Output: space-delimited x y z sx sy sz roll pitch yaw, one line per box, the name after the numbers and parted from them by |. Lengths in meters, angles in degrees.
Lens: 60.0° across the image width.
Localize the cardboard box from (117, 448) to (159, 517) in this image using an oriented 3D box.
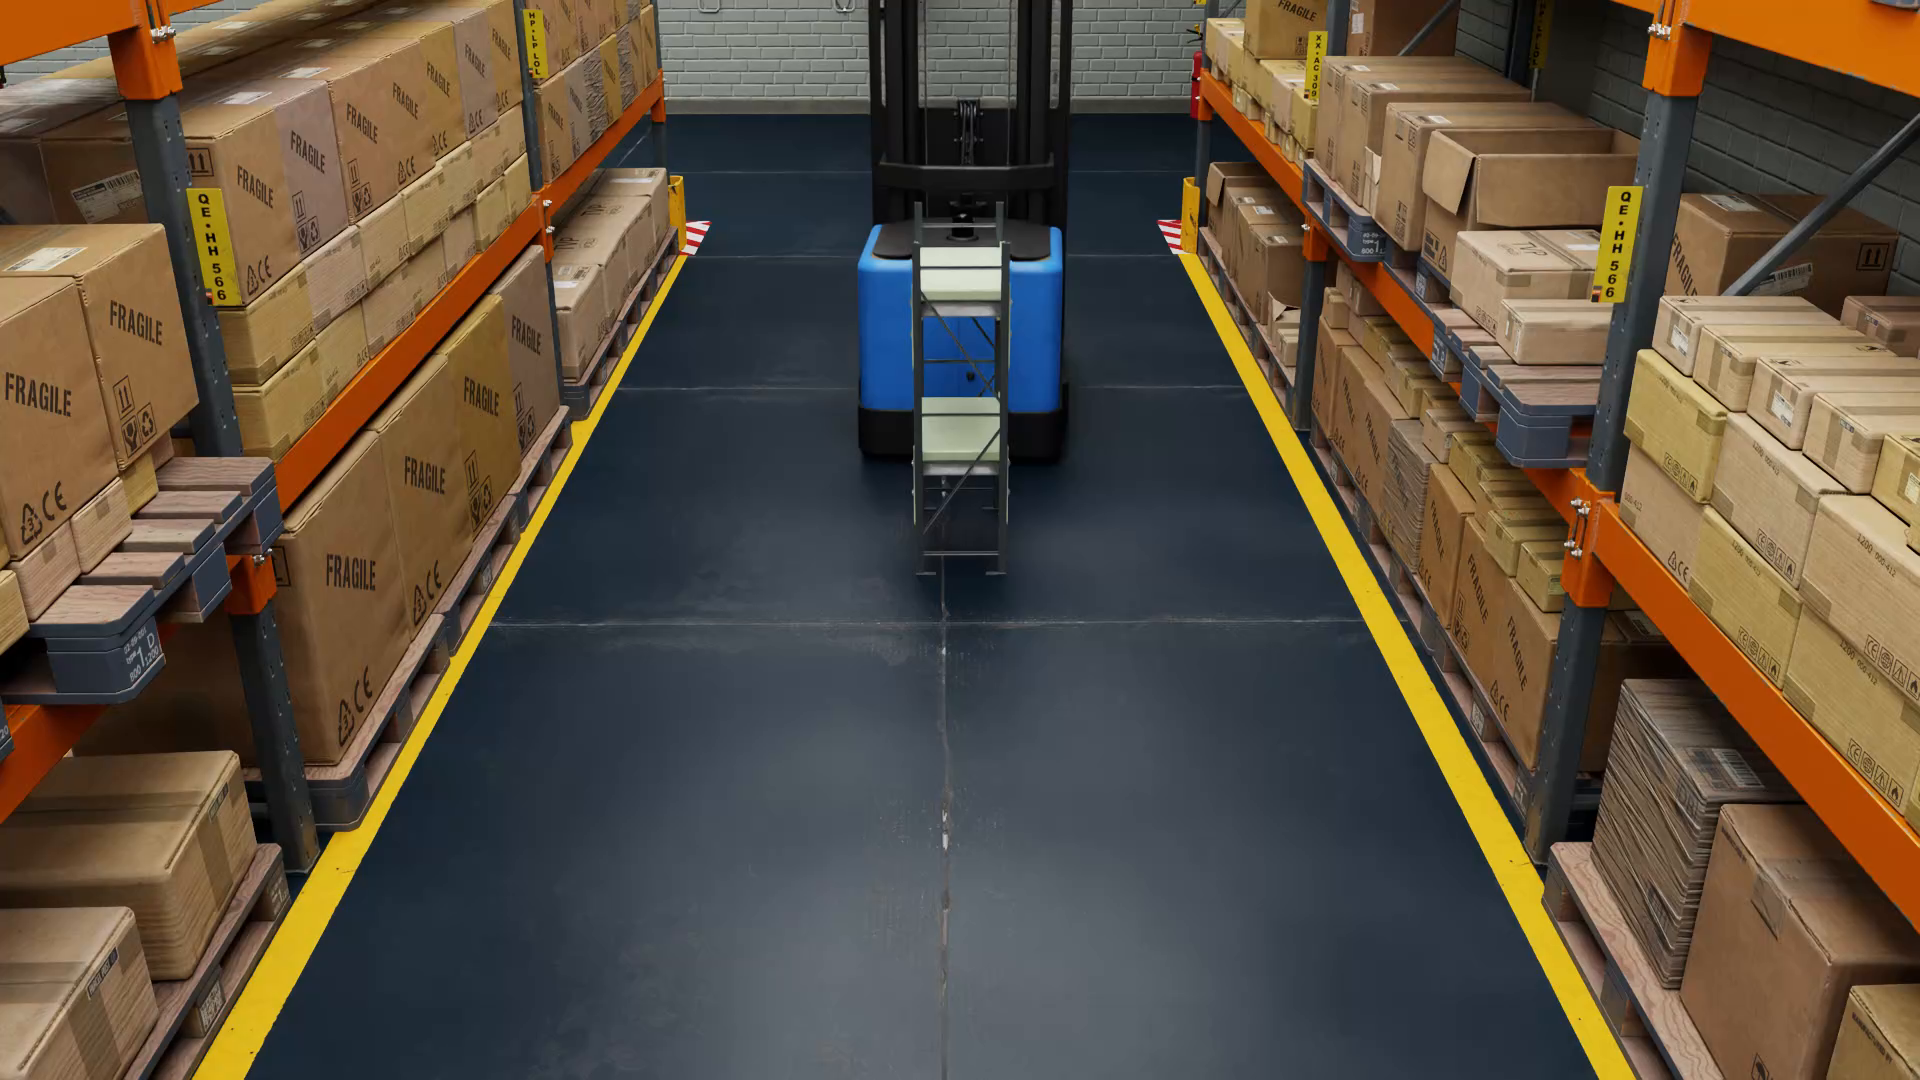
-2.285 -0.139 4.214 0.380 0.149 0.250 0 24 0 | cardboard box

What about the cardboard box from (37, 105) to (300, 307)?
-2.360 -1.012 5.013 0.500 0.500 0.500 -1 24 -2 | cardboard box

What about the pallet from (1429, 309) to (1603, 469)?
2.286 -0.522 5.497 1.213 0.211 1.003 0 24 -1 | pallet

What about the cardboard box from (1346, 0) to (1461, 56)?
2.570 -3.003 9.660 0.500 0.500 0.500 -1 24 -2 | cardboard box

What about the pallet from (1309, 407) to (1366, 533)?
2.367 -0.373 8.319 1.003 0.211 1.213 0 24 -1 | pallet

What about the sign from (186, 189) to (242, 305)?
-2.057 -0.805 4.580 0.100 0.325 0.005 0 24 -1 | sign

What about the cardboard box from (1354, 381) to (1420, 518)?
2.117 -0.406 7.531 0.500 0.500 0.500 -1 24 -2 | cardboard box

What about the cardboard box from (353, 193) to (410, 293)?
-2.356 -1.095 6.105 0.500 0.250 0.500 0 24 -1 | cardboard box

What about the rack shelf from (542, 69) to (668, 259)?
-2.665 -2.451 10.403 1.077 0.370 4.000 0 24 -1 | rack shelf

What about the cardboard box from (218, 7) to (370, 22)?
-2.893 -2.064 7.339 0.500 0.500 0.500 0 24 -1 | cardboard box

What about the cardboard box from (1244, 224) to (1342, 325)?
2.170 -1.647 10.275 0.700 0.500 0.500 -1 24 -3 | cardboard box

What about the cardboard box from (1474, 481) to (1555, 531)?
2.113 -0.102 6.072 0.380 0.149 0.250 -1 24 -2 | cardboard box

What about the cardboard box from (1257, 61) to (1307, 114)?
2.058 -2.667 9.827 0.500 0.250 0.500 0 24 -1 | cardboard box

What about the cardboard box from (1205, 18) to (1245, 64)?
2.012 -3.506 11.683 0.500 0.250 0.500 0 24 0 | cardboard box

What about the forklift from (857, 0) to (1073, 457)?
0.068 -2.326 9.337 1.130 2.935 3.031 1 24 3 | forklift

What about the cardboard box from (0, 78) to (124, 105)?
-2.880 -1.231 5.497 0.500 0.500 0.500 0 24 0 | cardboard box

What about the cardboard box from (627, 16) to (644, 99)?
-2.426 -3.244 11.162 0.500 0.500 0.500 -1 24 -2 | cardboard box

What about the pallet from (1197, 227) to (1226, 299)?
2.287 -1.997 11.909 1.003 0.211 1.213 0 24 -1 | pallet

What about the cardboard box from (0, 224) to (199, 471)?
-2.316 -0.493 4.208 0.500 0.500 0.500 -1 24 -2 | cardboard box

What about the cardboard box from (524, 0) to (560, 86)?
-2.406 -2.653 8.642 0.500 0.500 0.500 0 24 0 | cardboard box

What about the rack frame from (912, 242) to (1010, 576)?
0.004 -0.530 7.101 0.400 1.500 0.023 0 24 -1 | rack frame

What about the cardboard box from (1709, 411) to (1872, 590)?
2.129 -0.100 3.906 0.500 0.250 0.500 0 24 1 | cardboard box

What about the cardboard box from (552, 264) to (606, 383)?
-2.543 -1.238 9.447 0.875 0.438 0.875 -1 24 -1 | cardboard box

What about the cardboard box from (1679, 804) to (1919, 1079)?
2.372 1.086 4.080 0.875 0.625 0.625 1 24 1 | cardboard box

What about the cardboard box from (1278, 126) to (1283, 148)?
2.037 -2.317 9.538 0.380 0.149 0.250 0 24 1 | cardboard box

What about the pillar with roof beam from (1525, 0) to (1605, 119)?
-1.091 -4.984 7.850 9.100 9.000 0.400 0 24 -1 | pillar with roof beam

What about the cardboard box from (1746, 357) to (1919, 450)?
2.105 -0.323 3.916 0.380 0.149 0.250 0 24 1 | cardboard box

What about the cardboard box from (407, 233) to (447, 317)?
-2.385 -1.072 6.663 0.500 0.250 0.500 0 24 -1 | cardboard box

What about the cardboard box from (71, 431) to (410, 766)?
-2.524 0.185 5.770 0.875 0.875 0.875 0 24 -1 | cardboard box

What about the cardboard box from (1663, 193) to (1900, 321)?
2.515 -0.780 5.204 0.500 0.500 0.500 1 24 2 | cardboard box

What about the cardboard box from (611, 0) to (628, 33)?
-2.406 -3.488 10.487 0.500 0.500 0.500 0 24 -1 | cardboard box

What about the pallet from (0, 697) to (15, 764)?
-2.537 0.596 3.025 1.003 0.211 1.213 0 24 -1 | pallet

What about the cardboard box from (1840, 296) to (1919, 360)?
2.570 -0.539 4.392 0.380 0.149 0.250 1 24 1 | cardboard box

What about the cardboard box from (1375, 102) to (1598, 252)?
2.116 -1.479 6.748 0.700 0.500 0.500 0 24 -1 | cardboard box

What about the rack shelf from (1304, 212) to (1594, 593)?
2.342 -0.827 6.811 1.077 0.370 4.000 0 24 -1 | rack shelf

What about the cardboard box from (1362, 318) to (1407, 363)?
2.153 -0.958 7.966 0.380 0.149 0.250 -1 24 -3 | cardboard box

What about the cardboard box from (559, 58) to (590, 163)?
-2.388 -2.403 9.301 0.500 0.500 0.500 0 24 0 | cardboard box

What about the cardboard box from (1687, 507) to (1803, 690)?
2.125 0.129 4.007 0.500 0.250 0.500 -1 24 -2 | cardboard box

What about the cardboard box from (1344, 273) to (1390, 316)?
2.109 -1.207 8.153 0.380 0.149 0.250 -1 24 -3 | cardboard box

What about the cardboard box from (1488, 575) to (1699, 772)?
2.144 0.444 5.653 0.500 0.500 0.500 0 24 1 | cardboard box

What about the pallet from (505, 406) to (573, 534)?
-2.559 -0.367 8.305 1.003 0.211 1.213 0 24 -1 | pallet

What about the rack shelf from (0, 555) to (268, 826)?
-2.578 0.845 3.114 1.077 0.370 4.000 0 24 -1 | rack shelf

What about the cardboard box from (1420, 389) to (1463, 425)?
2.167 -0.529 7.016 0.380 0.149 0.250 0 24 0 | cardboard box

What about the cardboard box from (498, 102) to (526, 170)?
-2.395 -1.934 7.961 0.500 0.250 0.500 0 24 -1 | cardboard box

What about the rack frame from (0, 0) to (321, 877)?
-2.599 -0.307 4.788 1.000 3.000 0.127 0 24 -1 | rack frame

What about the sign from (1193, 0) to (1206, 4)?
1.734 -4.019 11.946 0.100 0.325 0.005 0 24 -1 | sign

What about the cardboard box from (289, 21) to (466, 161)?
-2.388 -1.851 6.868 0.500 0.500 0.500 0 24 1 | cardboard box

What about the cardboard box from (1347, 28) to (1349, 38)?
2.551 -3.294 11.213 0.500 0.250 0.500 0 24 0 | cardboard box

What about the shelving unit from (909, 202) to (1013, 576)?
0.000 -0.681 7.435 0.431 1.500 0.755 0 24 -1 | shelving unit

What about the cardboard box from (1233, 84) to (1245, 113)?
1.970 -2.845 10.705 0.380 0.149 0.250 -1 24 -2 | cardboard box
